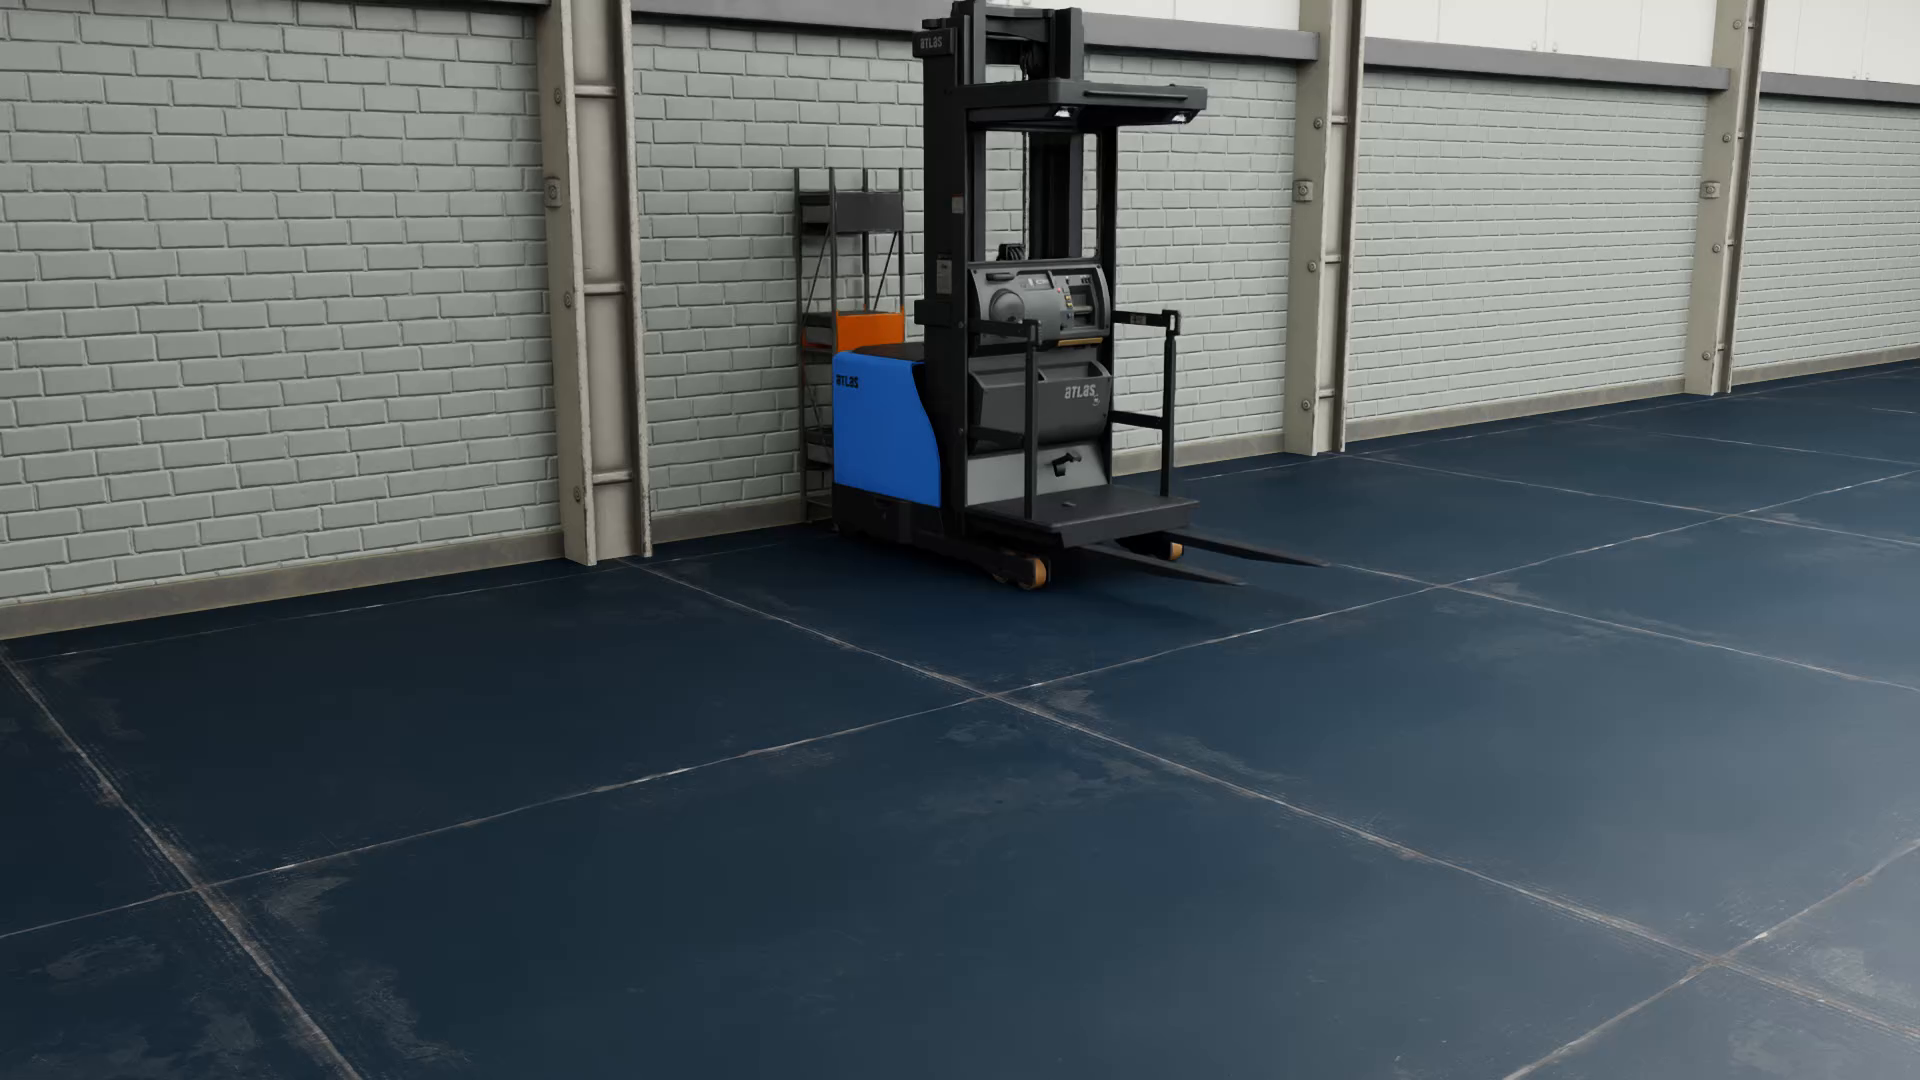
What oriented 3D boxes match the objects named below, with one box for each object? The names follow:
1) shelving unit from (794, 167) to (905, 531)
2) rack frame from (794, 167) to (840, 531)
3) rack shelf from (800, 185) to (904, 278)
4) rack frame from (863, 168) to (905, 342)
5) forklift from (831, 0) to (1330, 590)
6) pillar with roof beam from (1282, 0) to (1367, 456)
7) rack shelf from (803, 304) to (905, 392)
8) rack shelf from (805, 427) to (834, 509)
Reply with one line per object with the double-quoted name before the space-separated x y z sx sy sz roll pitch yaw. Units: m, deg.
"shelving unit" -0.646 -1.142 9.905 0.503 2.100 0.431 -9 14 -37
"rack frame" -0.838 -1.111 9.757 0.015 2.100 0.400 -9 14 -37
"rack shelf" -0.647 -1.814 9.769 0.480 0.518 0.431 -9 14 -37
"rack frame" -0.454 -1.172 10.053 0.015 2.100 0.400 -9 14 -37
"forklift" 0.569 -1.299 8.688 1.130 2.935 3.031 -10 15 -38
"pillar with roof beam" 5.423 -4.393 8.654 0.400 9.000 9.100 -9 15 -38
"rack shelf" -0.646 -1.128 9.907 0.480 0.518 0.431 -9 14 -37
"rack shelf" -0.645 -0.442 10.046 0.480 0.518 0.431 -9 14 -37
